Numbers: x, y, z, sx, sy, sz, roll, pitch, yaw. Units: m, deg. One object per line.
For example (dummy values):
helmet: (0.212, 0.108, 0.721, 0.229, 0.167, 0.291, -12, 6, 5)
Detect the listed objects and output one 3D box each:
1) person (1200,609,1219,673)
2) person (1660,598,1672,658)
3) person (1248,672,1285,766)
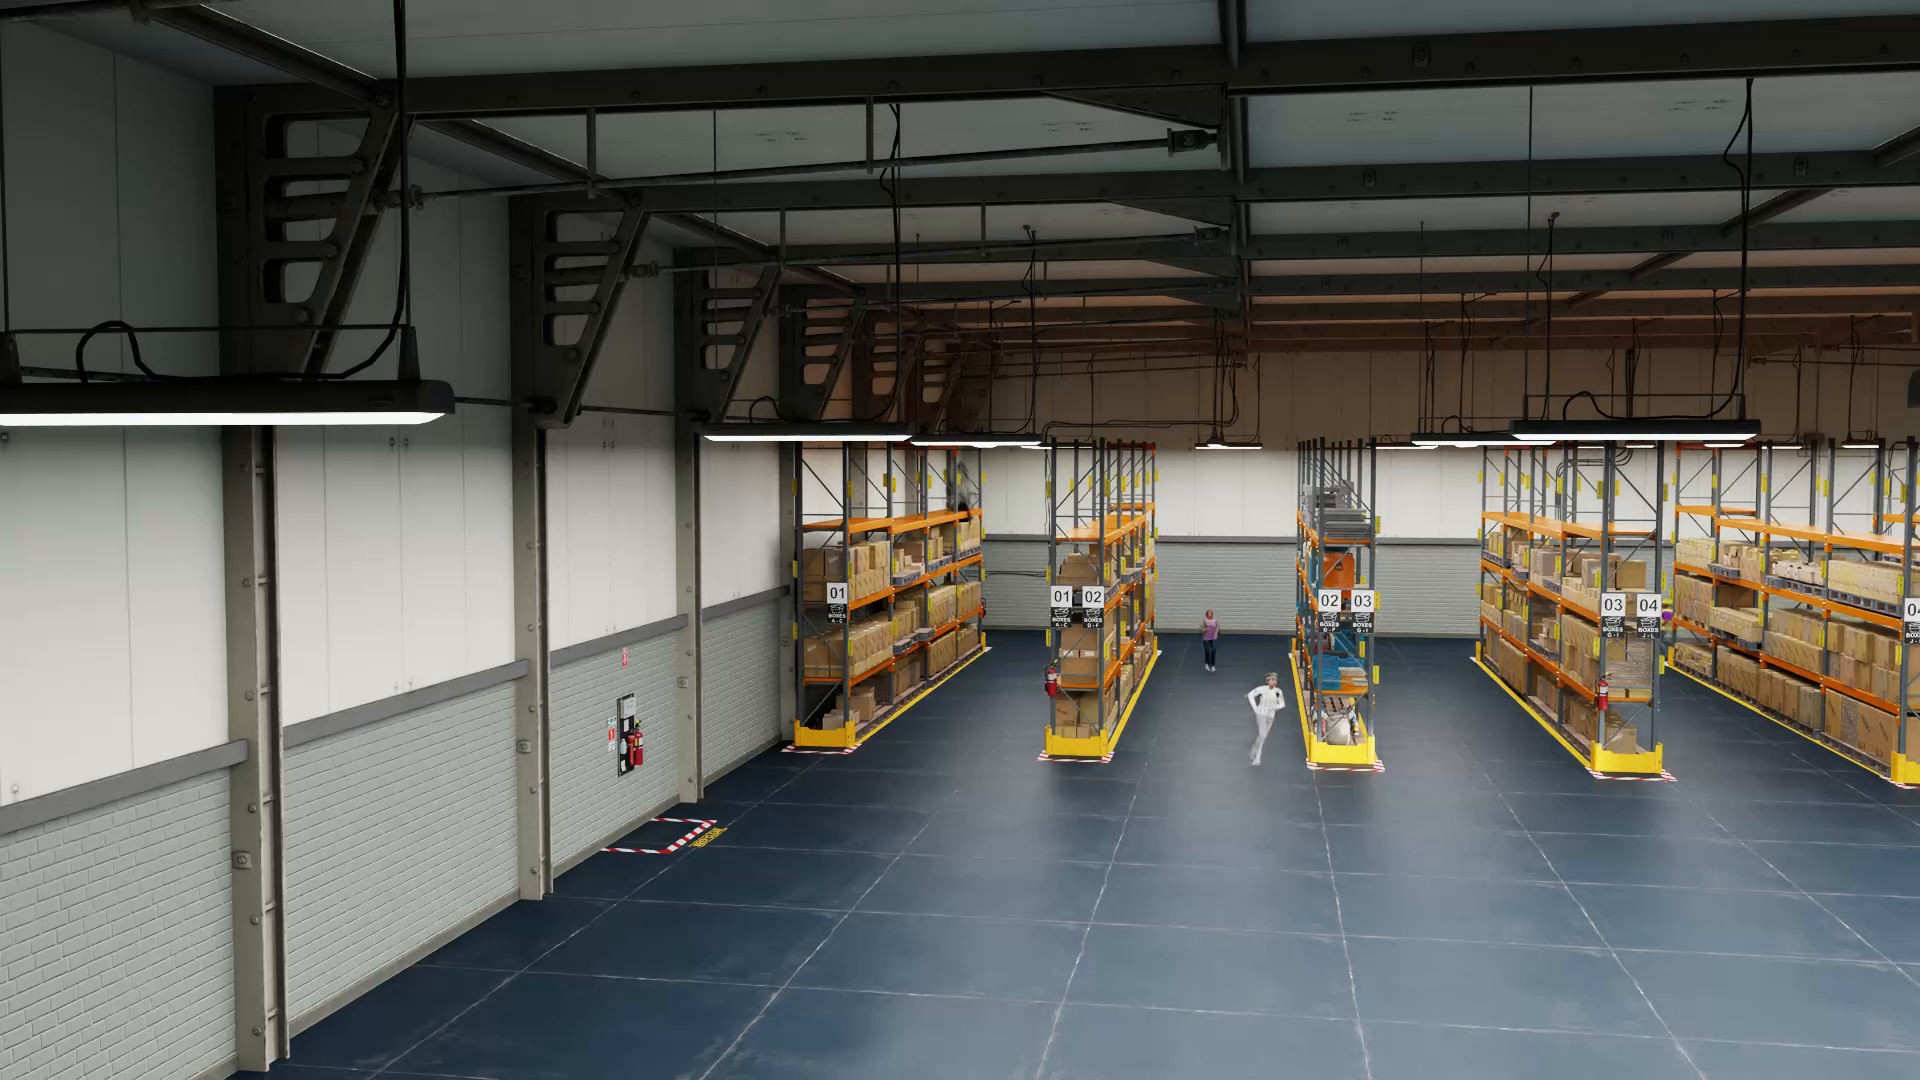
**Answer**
person: (6.507, 2.625, 43.354, 0.522, 1.639, 0.700, 0, 3, 2)
person: (19.363, 2.447, 45.977, 0.581, 1.719, 0.802, 1, 3, 25)
person: (5.632, 3.287, 30.649, 0.635, 1.731, 0.667, -1, 3, -16)
